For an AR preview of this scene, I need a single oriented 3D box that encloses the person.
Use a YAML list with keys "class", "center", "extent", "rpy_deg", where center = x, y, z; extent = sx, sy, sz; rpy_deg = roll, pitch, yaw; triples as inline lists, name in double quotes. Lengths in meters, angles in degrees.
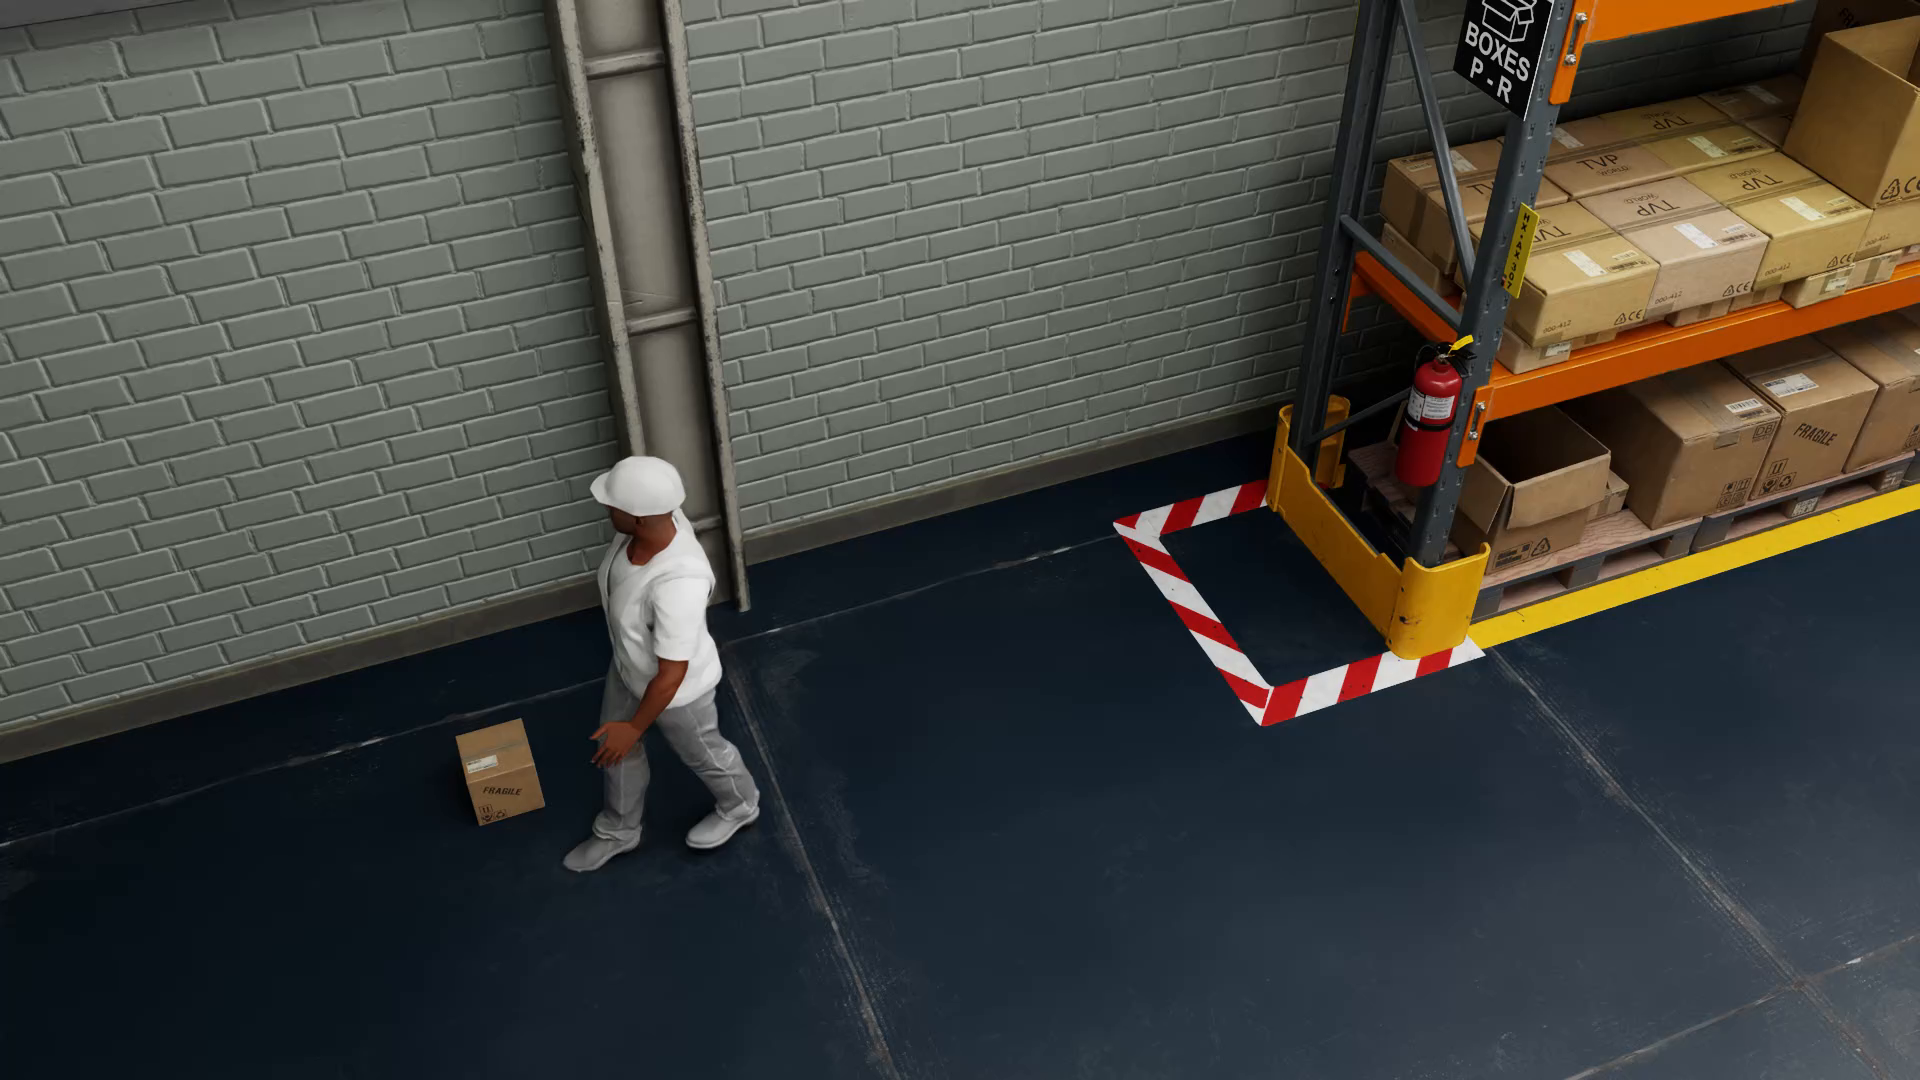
- class: "person"
  center: [-1.083, 0.486, 5.600]
  extent: [0.738, 1.795, 0.593]
  rpy_deg: [-22, 46, -23]
